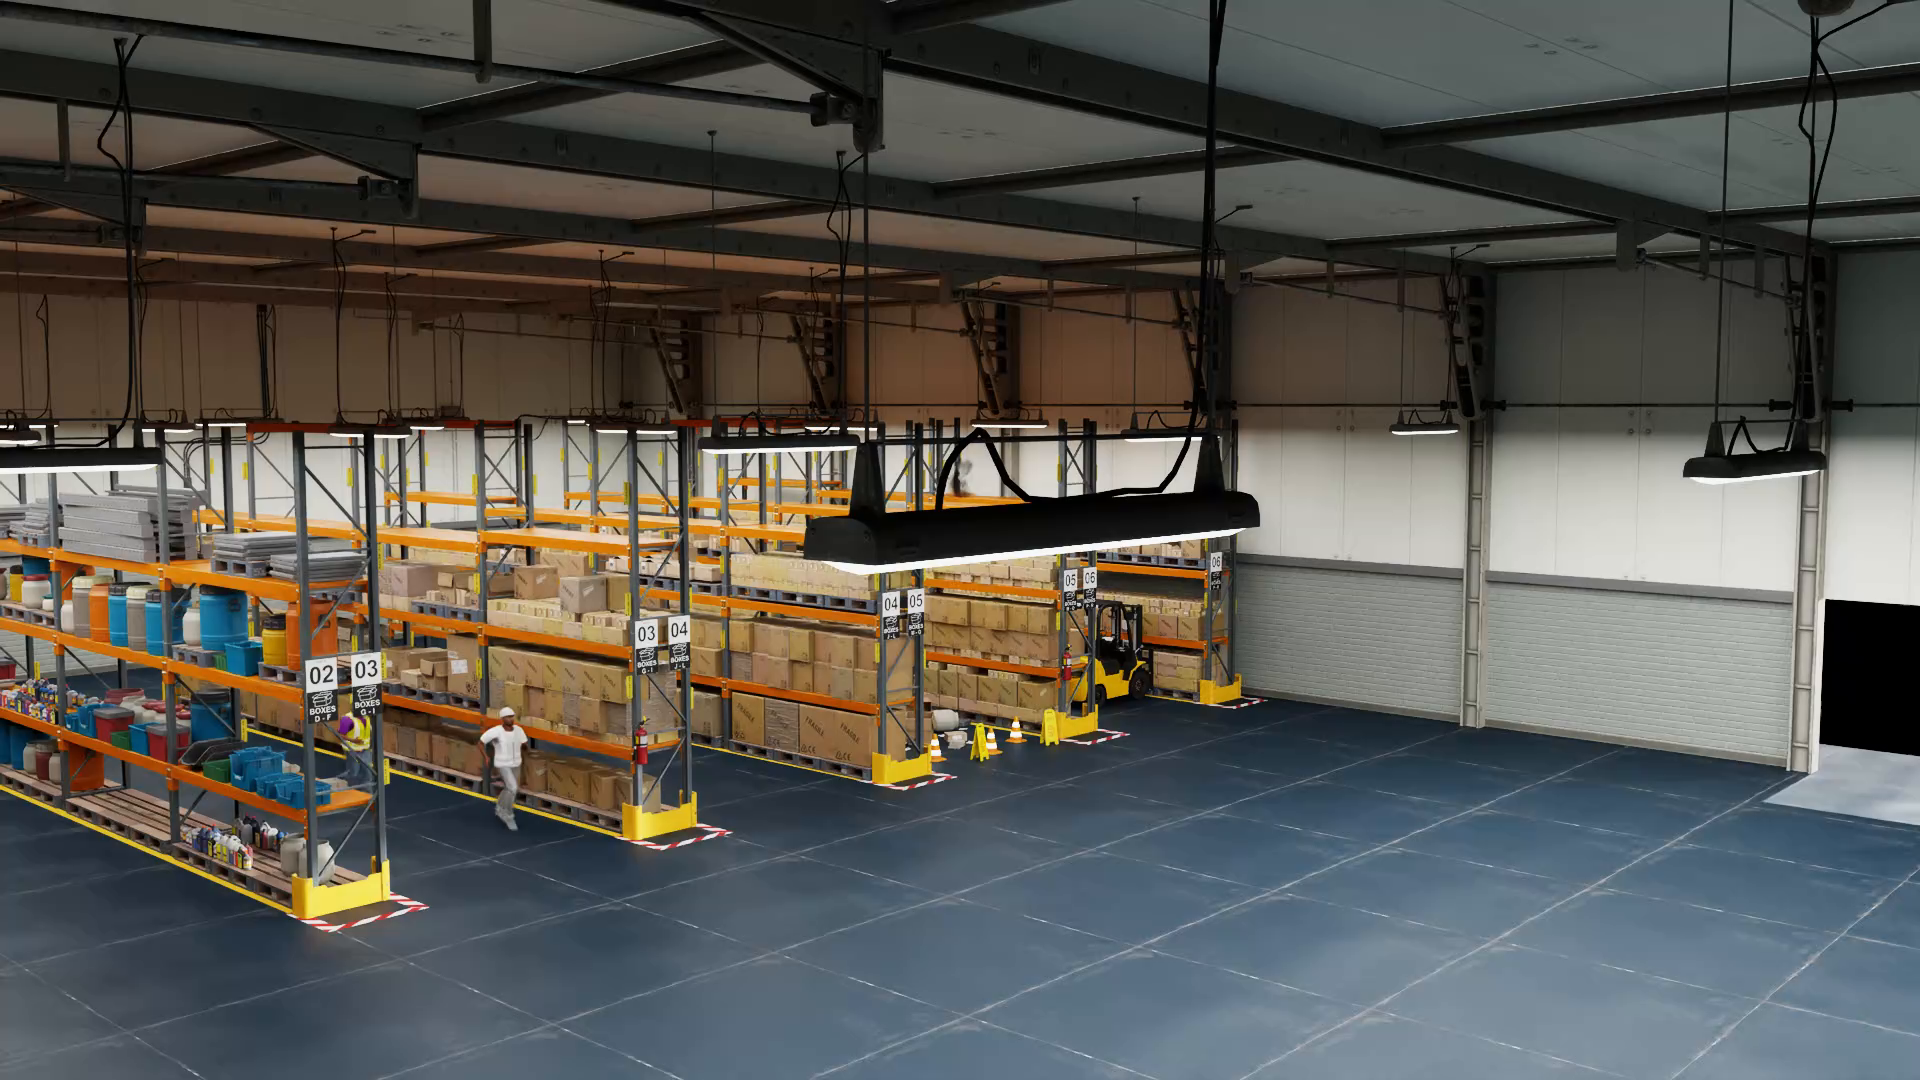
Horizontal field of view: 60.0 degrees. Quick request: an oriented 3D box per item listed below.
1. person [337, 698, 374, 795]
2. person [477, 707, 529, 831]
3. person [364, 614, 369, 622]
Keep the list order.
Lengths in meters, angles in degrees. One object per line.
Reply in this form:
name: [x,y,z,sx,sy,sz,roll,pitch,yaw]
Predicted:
person: [-9.554,3.305,26.250,0.948,1.754,0.681,2,5,27]
person: [-6.776,3.415,24.931,0.770,1.831,0.672,3,6,35]
person: [-13.256,2.487,36.994,0.582,1.696,0.795,-4,6,-43]
